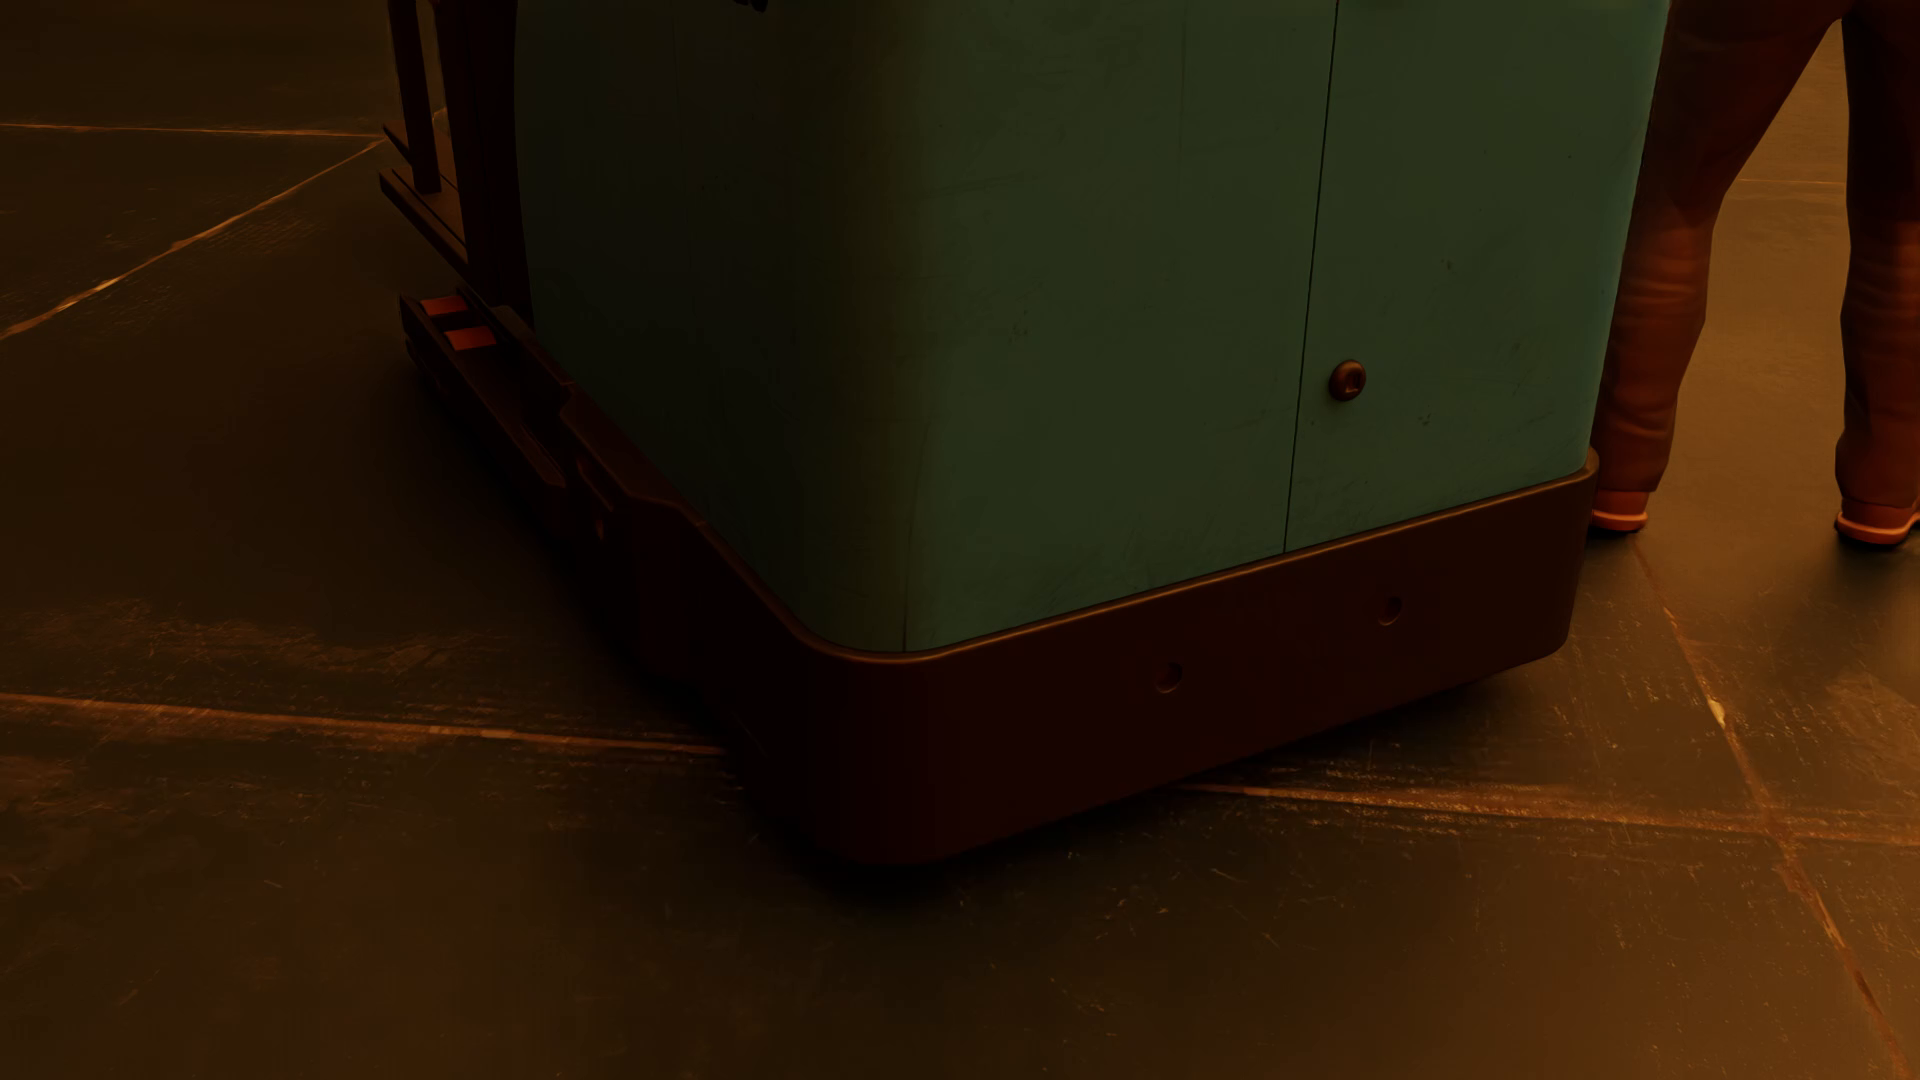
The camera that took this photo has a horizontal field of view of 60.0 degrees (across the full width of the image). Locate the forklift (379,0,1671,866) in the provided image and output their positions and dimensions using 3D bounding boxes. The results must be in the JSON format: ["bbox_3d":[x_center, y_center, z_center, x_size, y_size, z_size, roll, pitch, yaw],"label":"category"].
[{"bbox_3d":[-0.374,-1.606,2.436,1.130,2.935,3.031,-14,30,-25],"label":"forklift"}]

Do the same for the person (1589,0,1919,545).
[{"bbox_3d":[1.208,-0.774,2.216,0.650,1.661,0.363,6,27,12],"label":"person"}]
